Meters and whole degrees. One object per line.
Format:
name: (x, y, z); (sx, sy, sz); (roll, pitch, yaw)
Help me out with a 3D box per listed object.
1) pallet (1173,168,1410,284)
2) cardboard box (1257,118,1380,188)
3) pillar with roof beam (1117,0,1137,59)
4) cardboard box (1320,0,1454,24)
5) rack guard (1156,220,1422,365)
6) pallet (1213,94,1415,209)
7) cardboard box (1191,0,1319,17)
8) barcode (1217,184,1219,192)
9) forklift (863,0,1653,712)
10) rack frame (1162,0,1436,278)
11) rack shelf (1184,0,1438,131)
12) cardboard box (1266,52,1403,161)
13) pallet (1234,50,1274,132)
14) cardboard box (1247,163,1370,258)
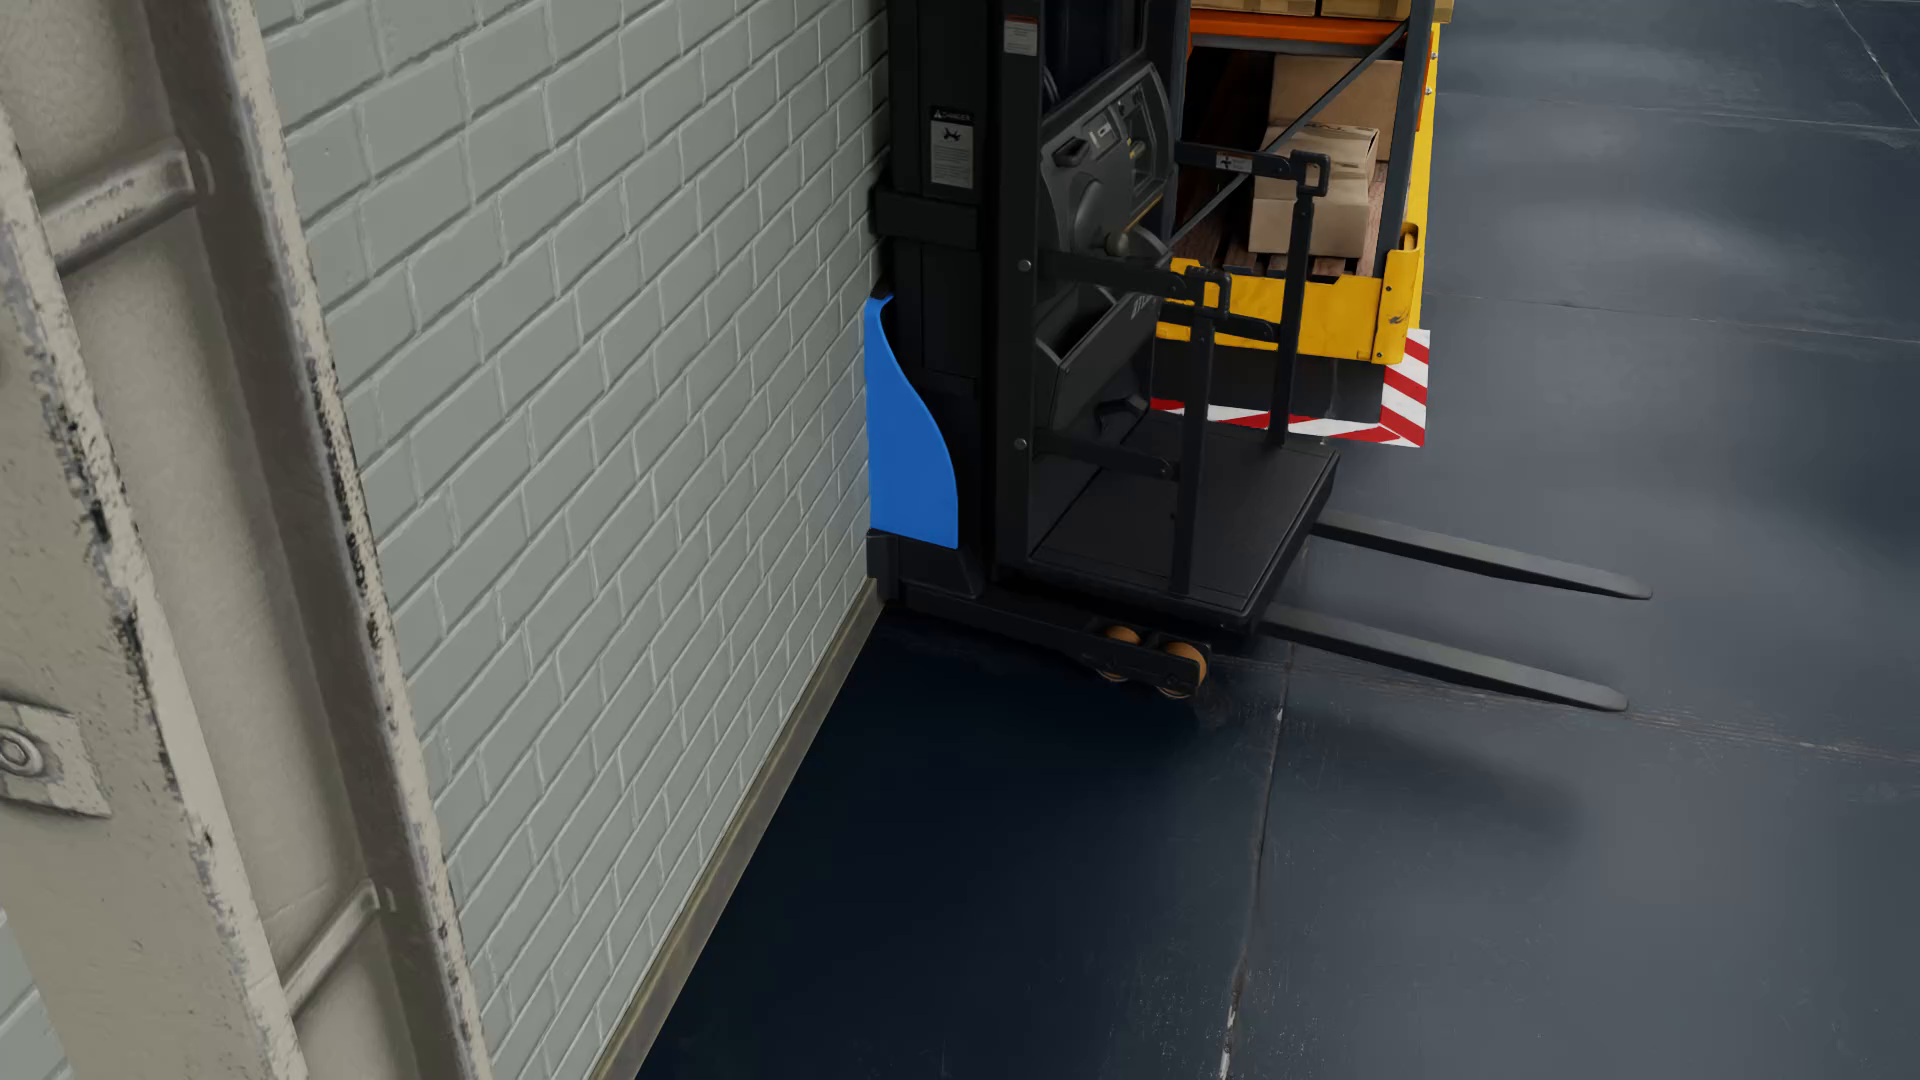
pallet: (1.547, -1.393, 7.744); (1.003, 0.211, 1.213); (8, 33, 12)
cardboard box: (1.694, -1.807, 7.892); (0.500, 0.311, 0.500); (11, 34, 16)
pillar with roof beam: (4.792, -4.540, 4.503); (9.100, 9.000, 0.400); (8, 33, 12)
cardboard box: (1.718, -2.268, 6.643); (0.500, 0.250, 0.500); (7, 33, 11)
rack guard: (1.306, -1.098, 7.011); (1.175, 0.500, 0.348); (8, 33, 12)
pallet: (1.858, -2.024, 8.736); (1.003, 0.211, 1.213); (8, 33, 12)
cardboard box: (1.218, -2.327, 6.736); (0.500, 0.250, 0.500); (8, 33, 13)
barcode: (1.167, -1.579, 7.525); (0.001, 0.075, 0.075); (8, 33, 12)
forklift: (0.616, -1.087, 4.728); (3.031, 2.935, 1.130); (14, 35, 21)
rack frame: (1.287, -2.113, 6.278); (1.000, 3.000, 0.127); (8, 33, 12)
rack shelf: (1.794, -2.847, 8.104); (1.077, 0.370, 4.000); (8, 33, 12)
cardboard box: (1.929, -2.260, 8.430); (0.700, 0.500, 0.500); (6, 33, 9)
pallet: (2.166, -2.659, 9.735); (1.003, 0.211, 1.213); (8, 33, 12)
cardboard box: (1.550, -1.511, 7.427); (0.500, 0.311, 0.500); (4, 33, 7)
